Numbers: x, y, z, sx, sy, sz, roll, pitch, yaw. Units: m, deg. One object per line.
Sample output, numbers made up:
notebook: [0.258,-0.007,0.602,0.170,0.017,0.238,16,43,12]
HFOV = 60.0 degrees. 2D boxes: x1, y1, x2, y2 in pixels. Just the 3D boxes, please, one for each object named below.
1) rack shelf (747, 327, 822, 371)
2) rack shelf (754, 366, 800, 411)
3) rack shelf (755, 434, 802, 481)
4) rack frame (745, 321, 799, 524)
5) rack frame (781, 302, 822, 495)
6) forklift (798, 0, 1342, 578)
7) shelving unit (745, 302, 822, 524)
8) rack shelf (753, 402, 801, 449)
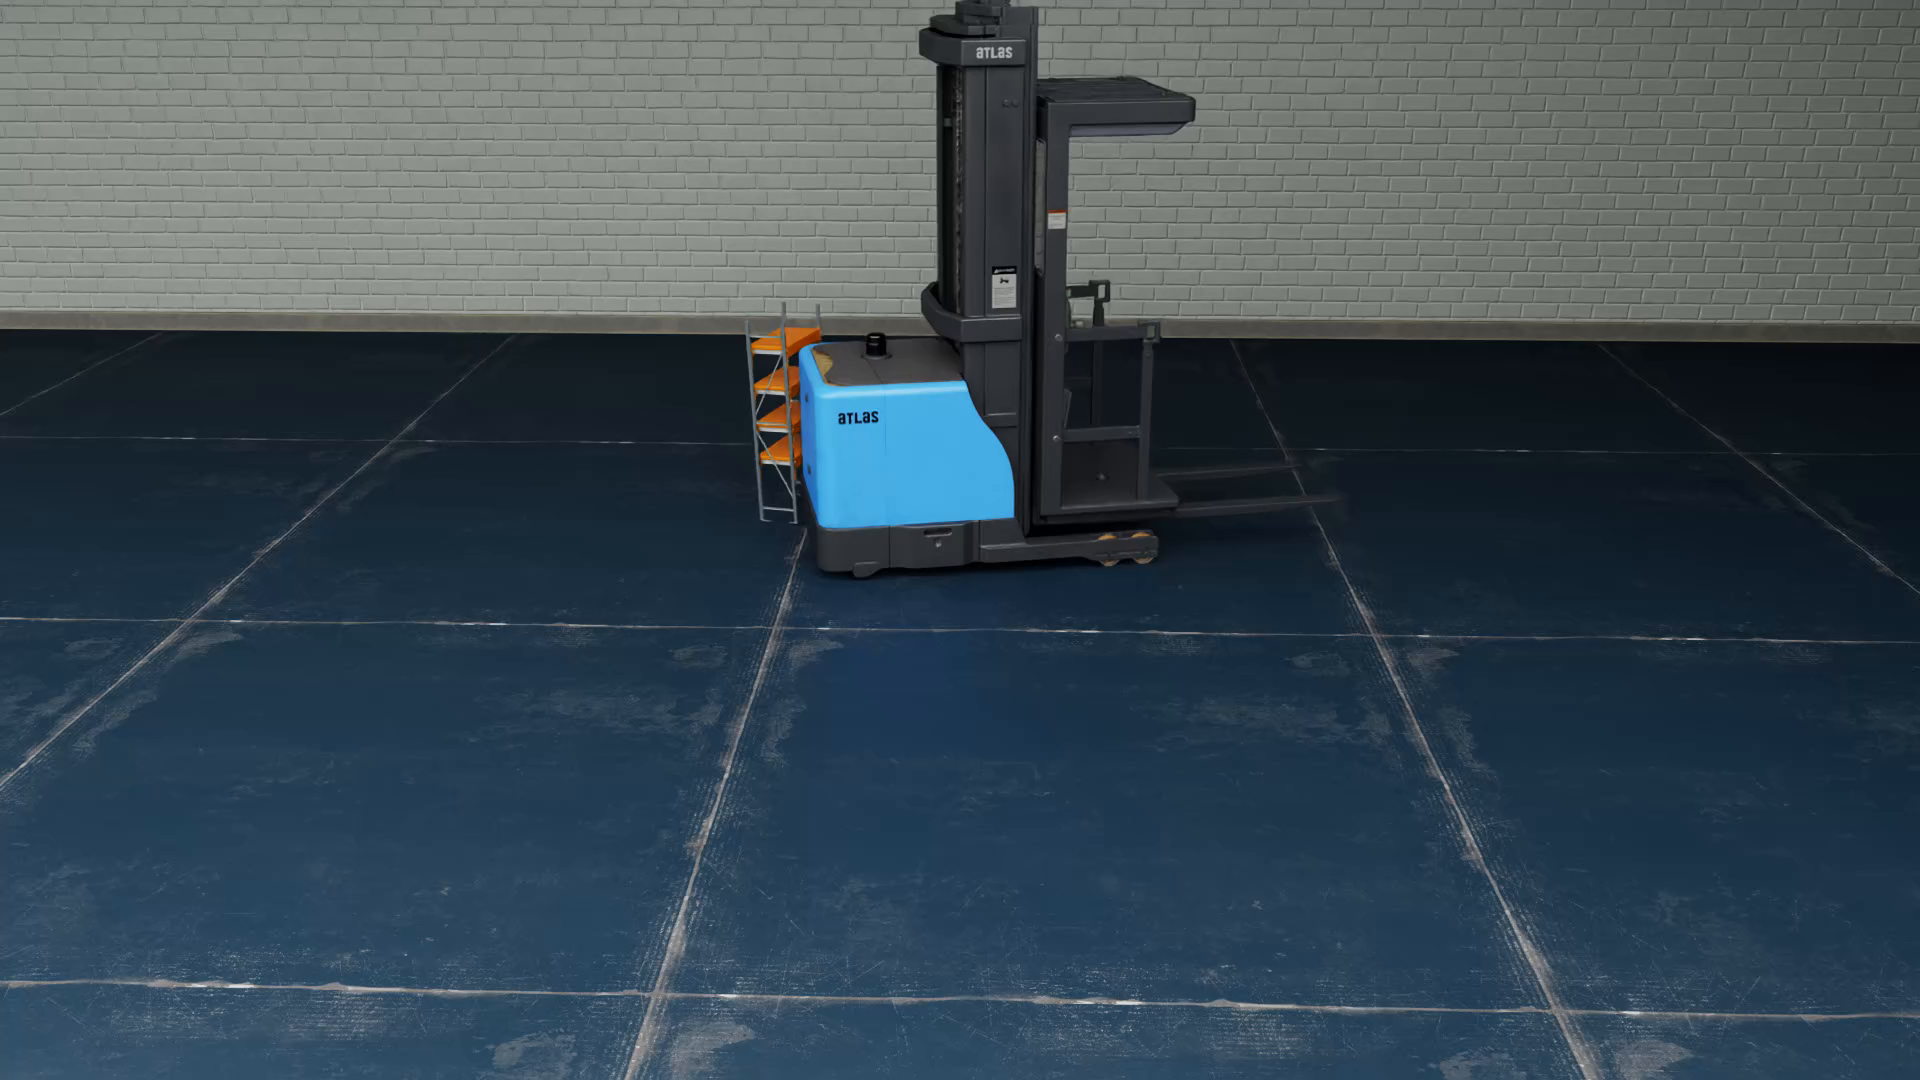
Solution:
rack shelf: [-1.014,-1.117,9.652,0.258,0.148,0.480,5,22,18]
rack shelf: [-1.007,-0.896,9.735,0.258,0.148,0.480,5,22,18]
rack shelf: [-0.993,-0.501,9.883,0.258,0.148,0.480,5,22,18]
rack frame: [-1.081,-0.666,9.575,0.240,1.200,0.015,5,22,18]
rack frame: [-0.922,-0.833,10.005,0.240,1.200,0.015,5,22,18]
forklift: [0.641,-1.410,9.112,3.031,2.935,1.130,-4,22,-10]
shelving unit: [-1.002,-0.750,9.790,0.258,1.200,0.503,5,22,18]
rack shelf: [-1.000,-0.687,9.813,0.258,0.148,0.480,5,22,18]
